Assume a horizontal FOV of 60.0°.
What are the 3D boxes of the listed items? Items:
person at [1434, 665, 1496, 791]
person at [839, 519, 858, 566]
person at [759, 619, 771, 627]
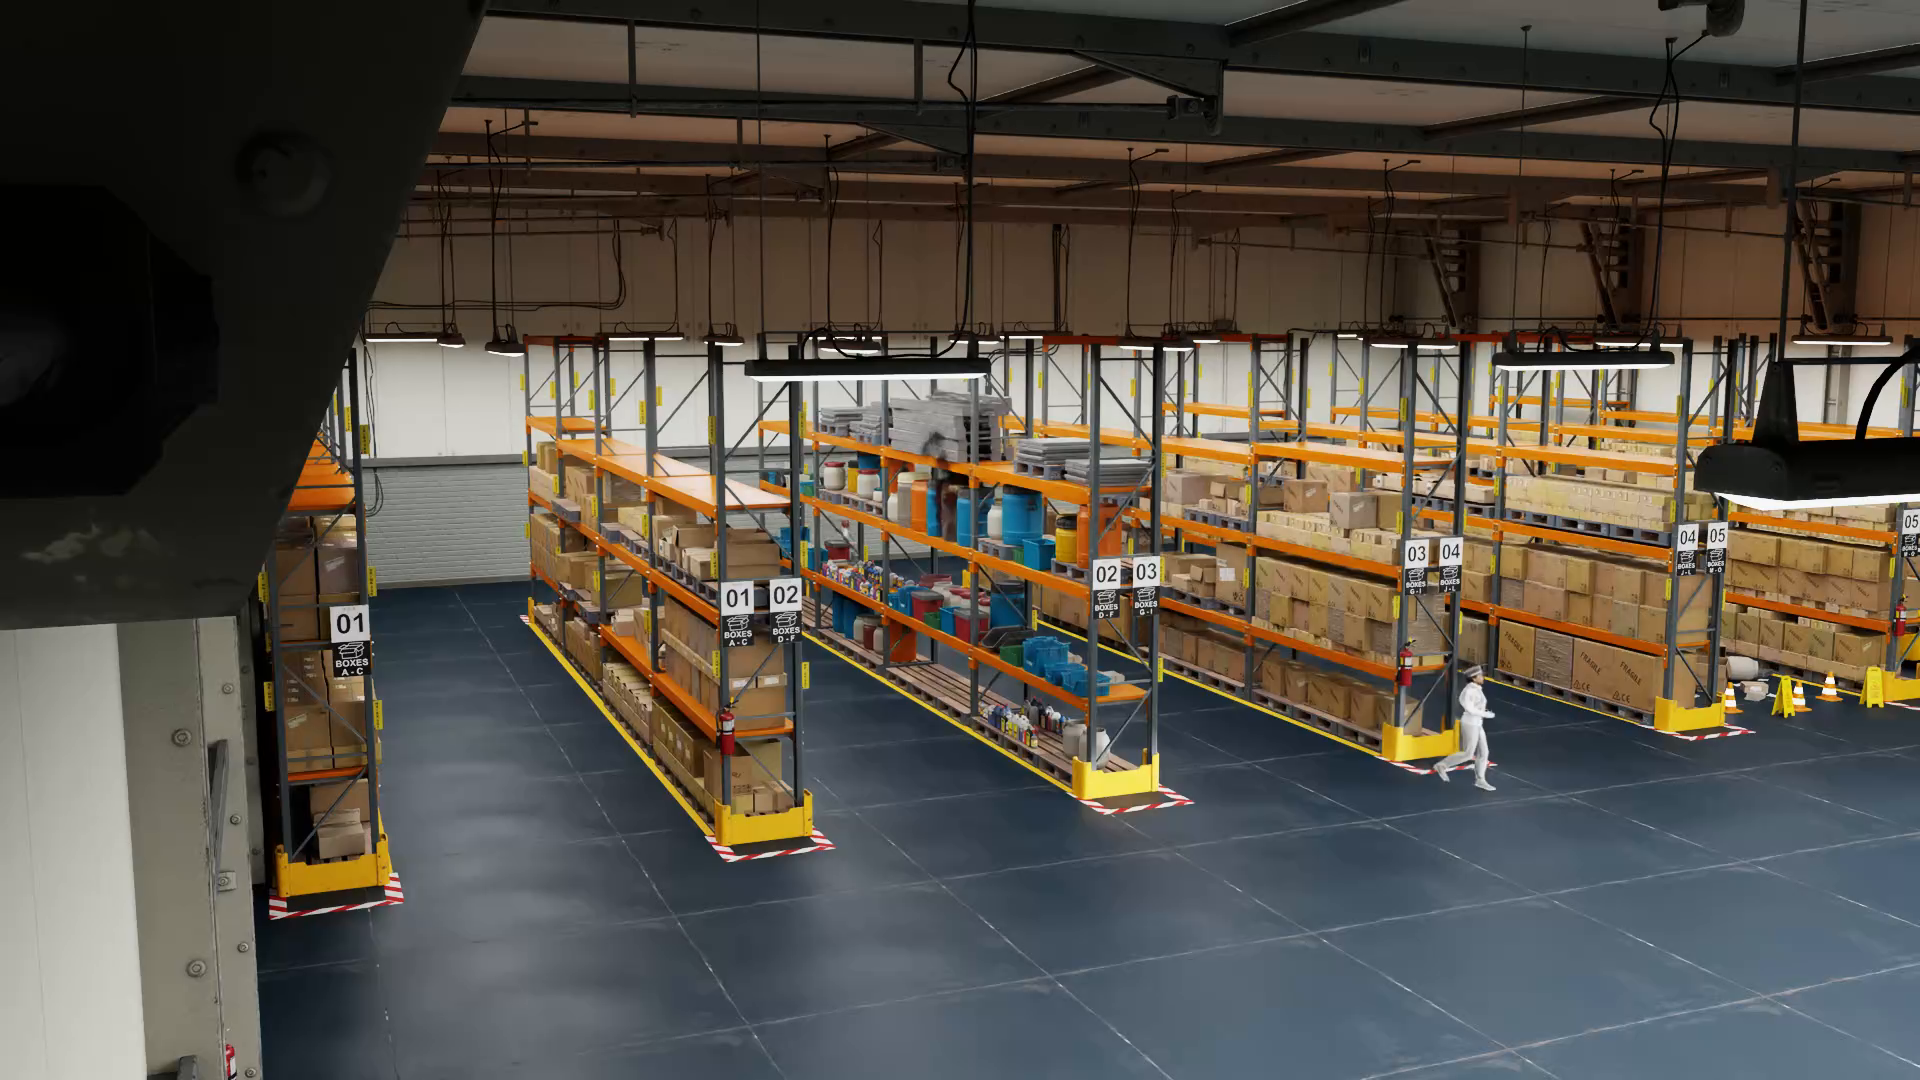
[{"bbox_3d":[6.883,2.520,22.542,0.813,1.700,0.628,3,8,22],"label":"person"},{"bbox_3d":[-2.643,0.261,39.831,0.534,1.557,0.523,-1,8,-4],"label":"person"},{"bbox_3d":[-3.880,1.196,32.566,0.579,1.629,0.643,-3,8,-22],"label":"person"}]
